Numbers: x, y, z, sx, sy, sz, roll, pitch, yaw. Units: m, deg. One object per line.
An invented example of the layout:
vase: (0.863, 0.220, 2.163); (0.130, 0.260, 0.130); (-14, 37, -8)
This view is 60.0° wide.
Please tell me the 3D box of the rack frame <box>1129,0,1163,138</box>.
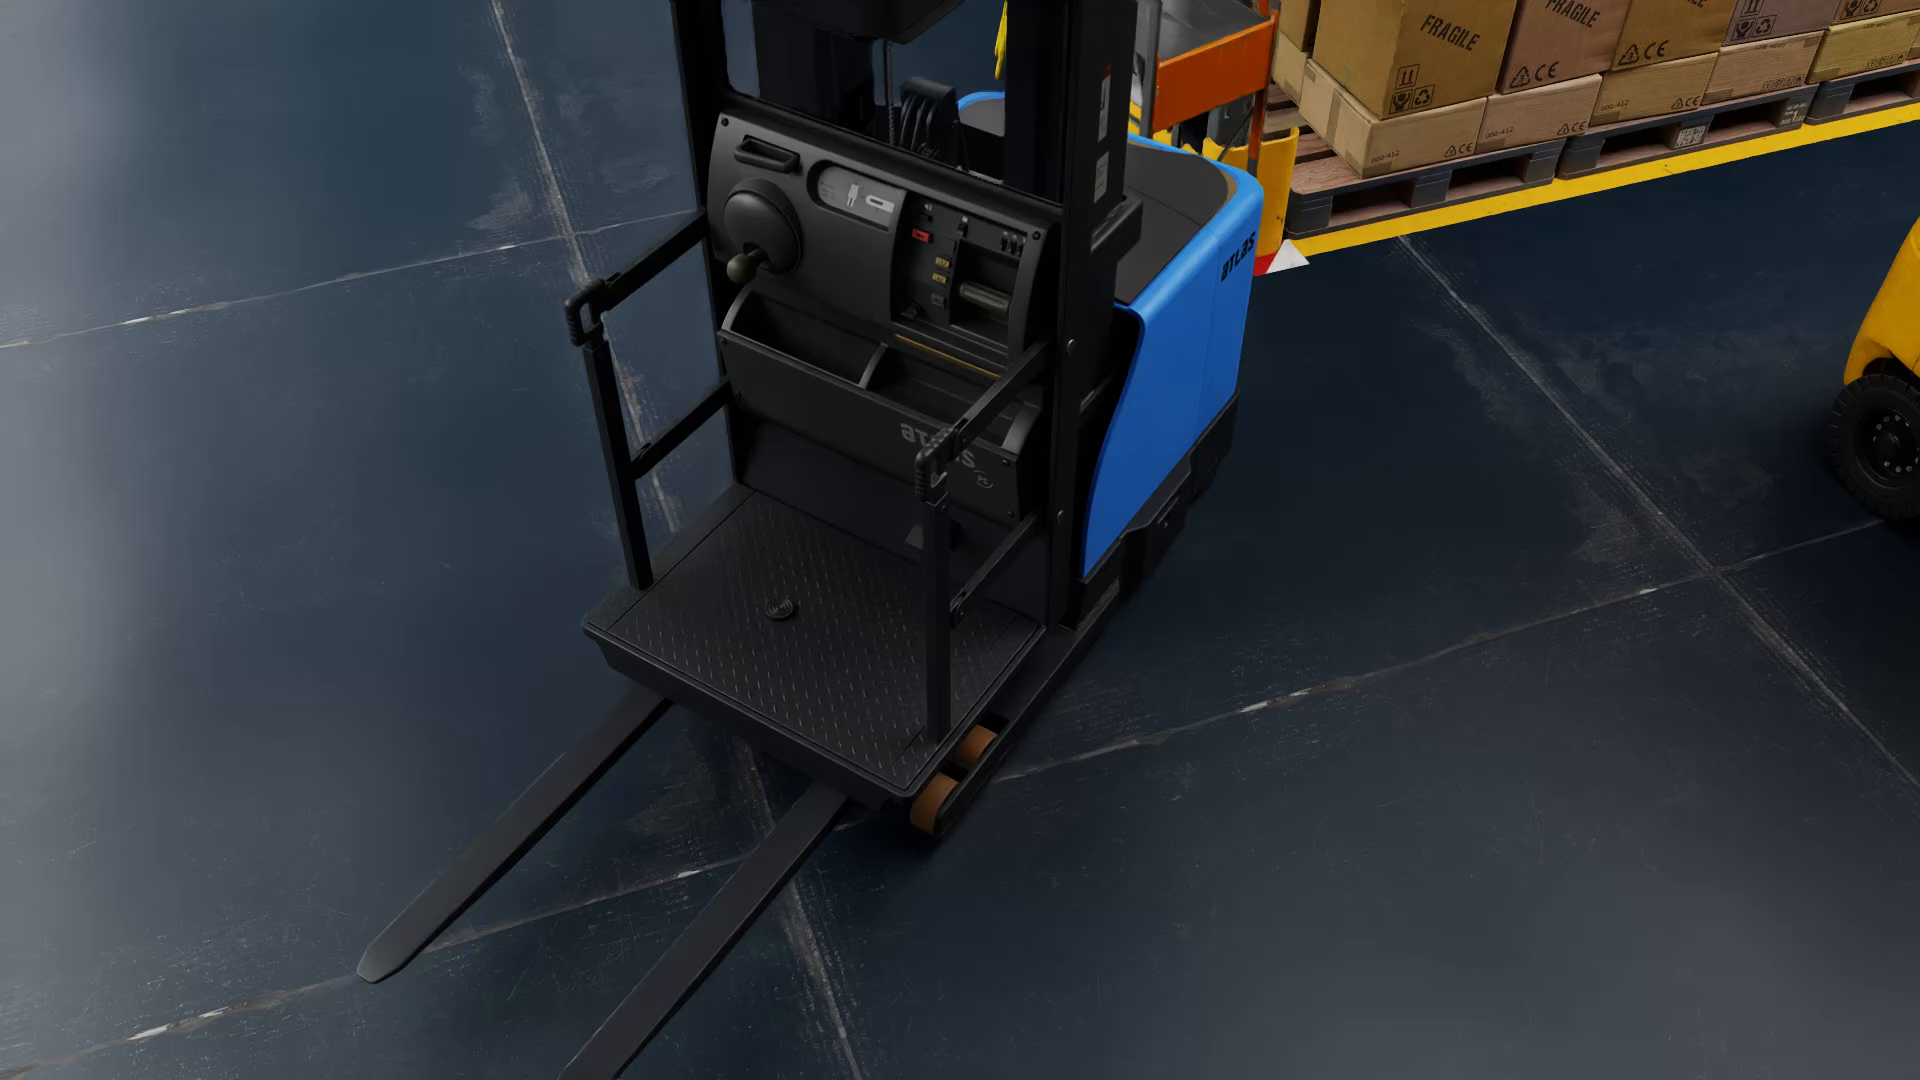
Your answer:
rack frame: (0.450, -1.339, 5.102); (0.015, 2.100, 0.400); (-27, 51, -24)

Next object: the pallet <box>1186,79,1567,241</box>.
pallet: (1.664, -1.699, 6.795); (1.213, 0.211, 1.003); (-14, 47, -14)

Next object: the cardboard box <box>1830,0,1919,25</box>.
cardboard box: (3.636, -2.453, 6.693); (0.500, 0.500, 0.500); (-14, 47, -13)

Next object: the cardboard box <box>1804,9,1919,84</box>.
cardboard box: (3.617, -2.177, 6.947); (0.500, 0.250, 0.500); (-15, 47, -15)

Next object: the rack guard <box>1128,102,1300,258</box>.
rack guard: (0.888, -1.630, 6.521); (0.348, 0.500, 1.175); (-14, 47, -14)

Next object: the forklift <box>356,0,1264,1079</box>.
forklift: (-0.327, -0.632, 3.810); (1.130, 2.935, 3.031); (24, 50, 22)

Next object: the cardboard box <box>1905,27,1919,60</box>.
cardboard box: (4.114, -2.312, 7.081); (0.500, 0.250, 0.500); (-12, 46, -12)

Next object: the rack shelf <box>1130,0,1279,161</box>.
rack shelf: (0.648, -1.431, 5.212); (0.480, 0.518, 0.431); (-27, 51, -24)

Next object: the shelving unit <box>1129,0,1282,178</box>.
shelving unit: (0.648, -1.440, 5.203); (0.503, 2.100, 0.431); (-27, 51, -24)

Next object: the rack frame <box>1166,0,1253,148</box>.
rack frame: (0.816, -2.494, 5.618); (0.127, 3.000, 1.000); (-14, 47, -14)

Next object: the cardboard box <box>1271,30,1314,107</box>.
cardboard box: (1.508, -2.051, 6.821); (0.500, 0.250, 0.500); (-15, 47, -14)

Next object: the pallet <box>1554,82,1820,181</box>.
pallet: (2.810, -1.990, 7.085); (1.213, 0.211, 1.003); (-14, 47, -14)

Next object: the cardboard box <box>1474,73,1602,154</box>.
cardboard box: (2.152, -1.799, 6.570); (0.500, 0.250, 0.500); (-13, 46, -12)

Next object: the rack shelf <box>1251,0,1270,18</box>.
rack shelf: (2.698, -2.721, 6.352); (4.000, 0.370, 1.077); (-14, 47, -14)

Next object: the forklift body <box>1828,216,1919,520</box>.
forklift body: (3.669, -0.560, 4.289); (1.214, 2.155, 2.313); (-14, 47, -14)

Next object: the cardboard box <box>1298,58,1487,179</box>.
cardboard box: (1.669, -1.681, 6.452); (0.500, 0.250, 0.500); (-15, 47, -14)

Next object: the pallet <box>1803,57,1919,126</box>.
pallet: (3.959, -2.286, 7.380); (1.213, 0.211, 1.003); (-14, 47, -14)

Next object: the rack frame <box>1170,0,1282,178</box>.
rack frame: (0.845, -1.541, 5.304); (0.015, 2.100, 0.400); (-27, 51, -24)

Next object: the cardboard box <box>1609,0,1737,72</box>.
cardboard box: (2.656, -2.196, 6.436); (0.500, 0.500, 0.500); (-13, 47, -13)

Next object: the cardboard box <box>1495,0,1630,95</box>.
cardboard box: (2.182, -2.081, 6.321); (0.500, 0.500, 0.500); (-16, 47, -15)

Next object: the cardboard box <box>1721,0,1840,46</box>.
cardboard box: (3.156, -2.330, 6.570); (0.500, 0.500, 0.500); (-12, 46, -12)

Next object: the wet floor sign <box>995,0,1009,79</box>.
wet floor sign: (0.274, -2.330, 7.116); (0.232, 0.644, 0.267); (0, 45, 0)

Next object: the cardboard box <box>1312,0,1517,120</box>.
cardboard box: (1.691, -1.952, 6.193); (0.500, 0.500, 0.500); (-16, 47, -15)

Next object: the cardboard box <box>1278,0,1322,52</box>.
cardboard box: (1.481, -2.302, 6.542); (0.500, 0.500, 0.500); (-14, 47, -14)

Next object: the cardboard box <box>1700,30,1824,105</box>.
cardboard box: (3.137, -2.058, 6.828); (0.500, 0.250, 0.500); (-14, 47, -13)

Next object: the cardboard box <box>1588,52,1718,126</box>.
cardboard box: (2.661, -1.938, 6.709); (0.500, 0.250, 0.500); (-11, 46, -11)
